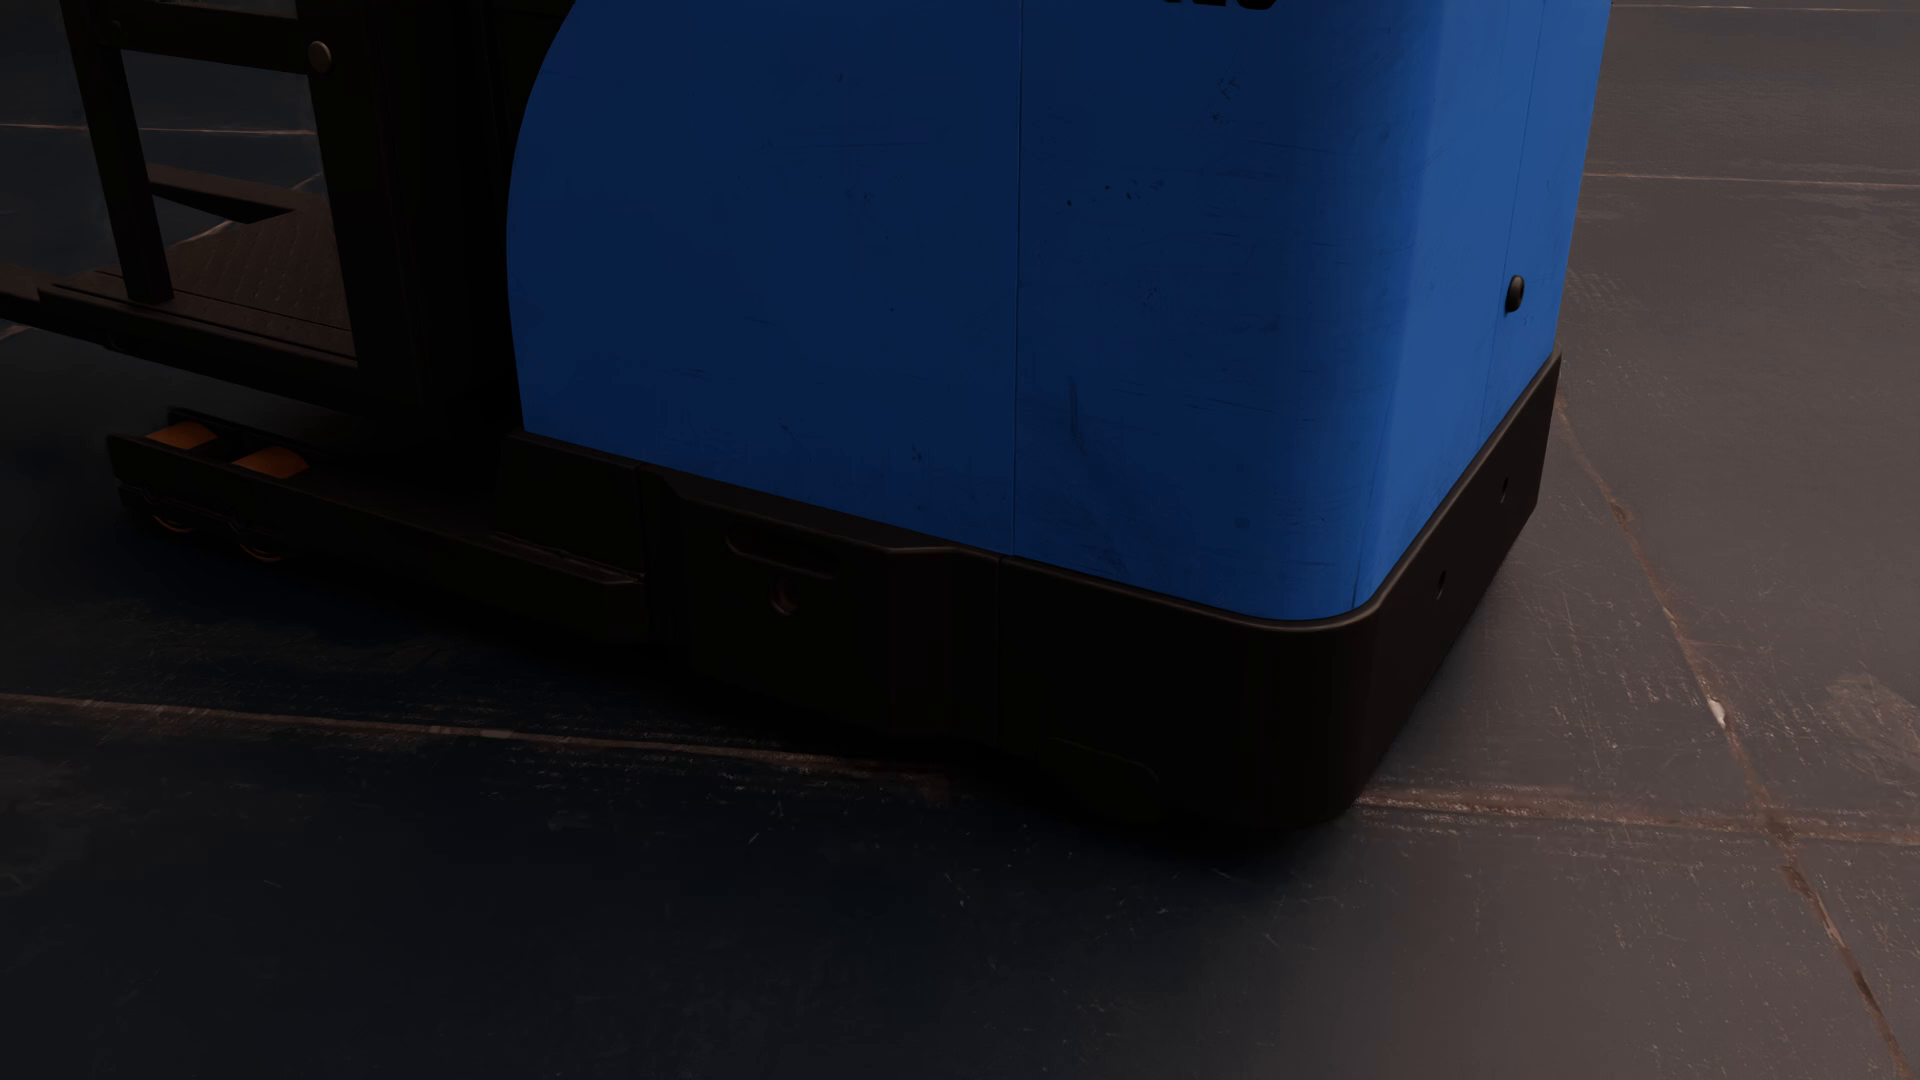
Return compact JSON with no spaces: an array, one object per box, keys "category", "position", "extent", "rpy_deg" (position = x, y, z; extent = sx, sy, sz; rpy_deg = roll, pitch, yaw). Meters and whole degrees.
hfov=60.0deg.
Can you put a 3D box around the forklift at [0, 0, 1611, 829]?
[{"category":"forklift","position":[-0.683,-1.467,2.157],"extent":[3.031,2.935,1.130],"rpy_deg":[14,30,26]}]
